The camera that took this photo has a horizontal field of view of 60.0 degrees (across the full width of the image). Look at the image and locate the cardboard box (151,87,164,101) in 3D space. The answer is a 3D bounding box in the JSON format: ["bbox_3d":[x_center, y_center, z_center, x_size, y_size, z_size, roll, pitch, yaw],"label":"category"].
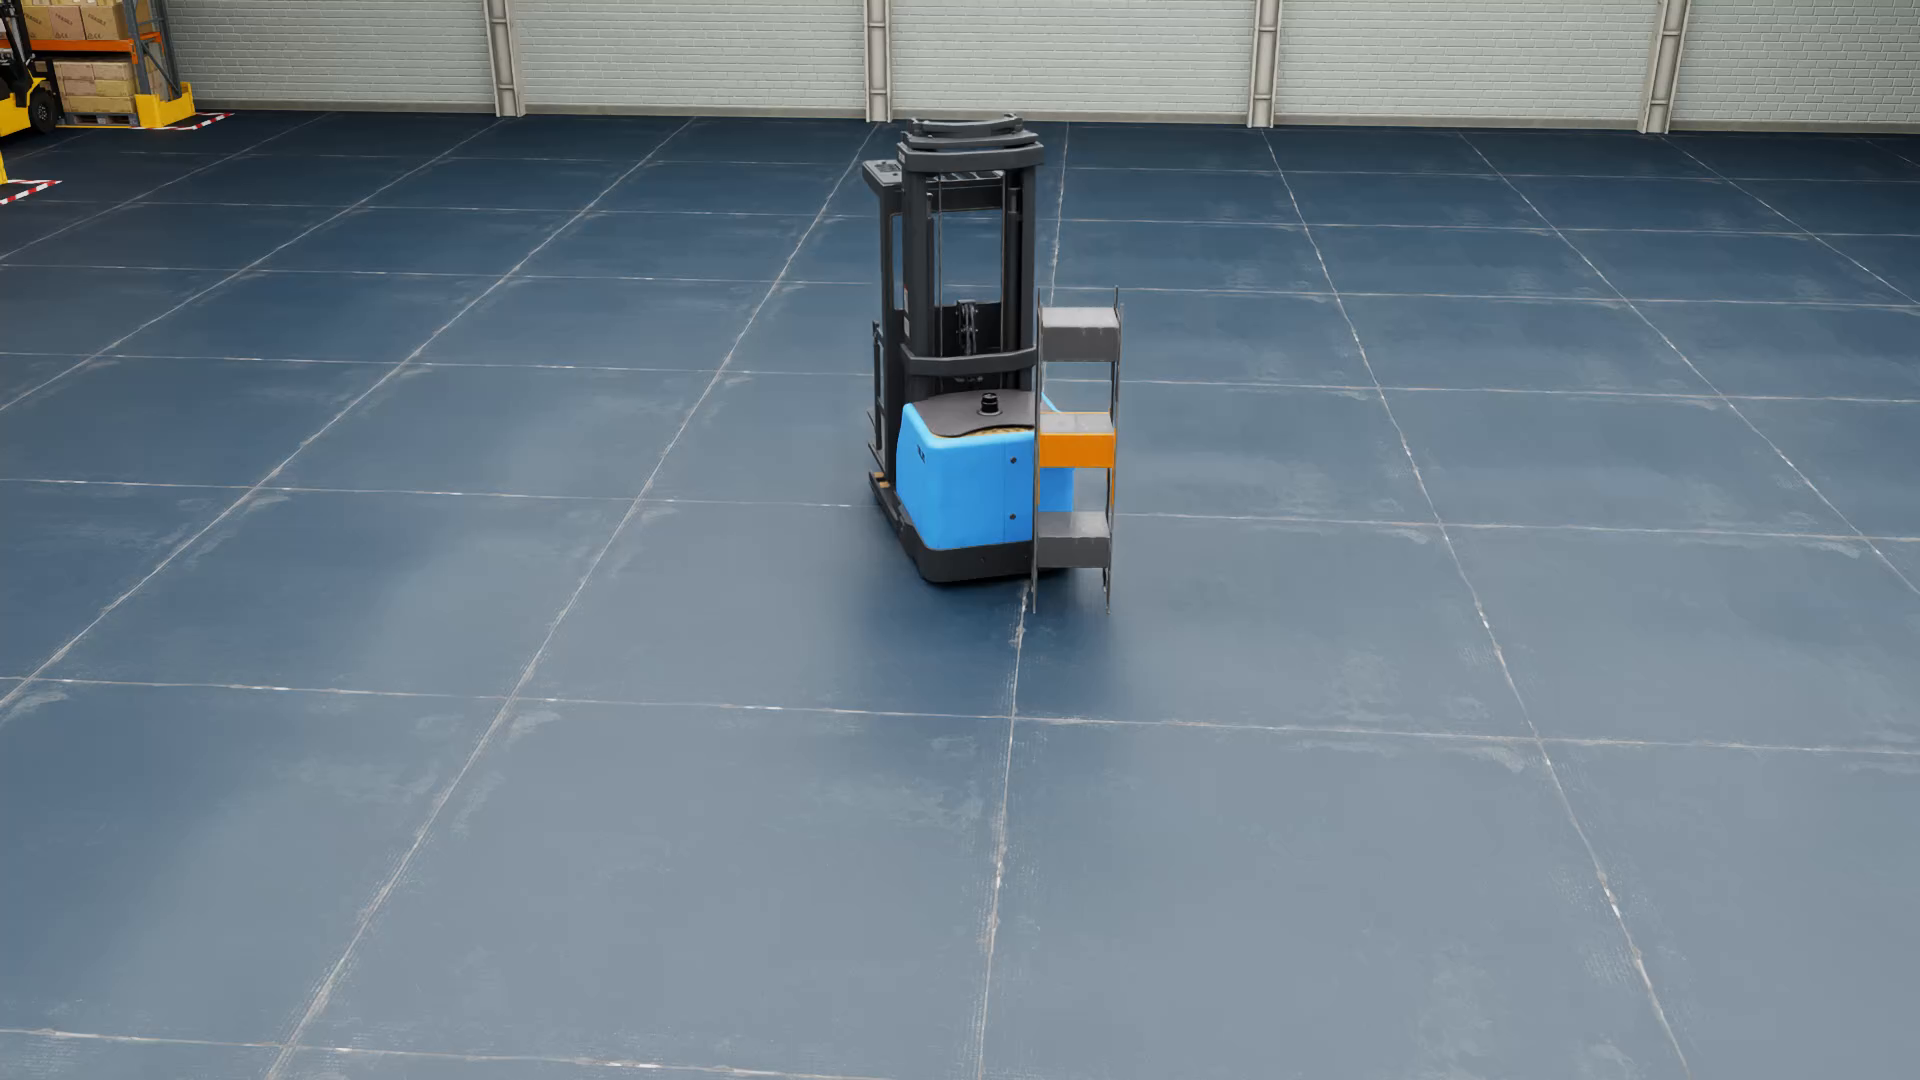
[{"bbox_3d":[-13.095,-7.079,26.545,0.500,0.250,0.500,2,25,4],"label":"cardboard box"}]

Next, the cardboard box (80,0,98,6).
[{"bbox_3d":[-13.245,-8.271,25.451,0.250,0.149,0.380,2,25,5],"label":"cardboard box"}]

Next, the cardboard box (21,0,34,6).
[{"bbox_3d":[-14.269,-8.306,25.528,0.250,0.149,0.380,2,25,4],"label":"cardboard box"}]

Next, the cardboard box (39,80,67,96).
[{"bbox_3d":[-14.145,-7.123,26.041,0.500,0.250,0.500,1,25,3],"label":"cardboard box"}]

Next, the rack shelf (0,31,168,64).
[{"bbox_3d":[-14.615,-7.778,26.136,4.000,0.370,1.077,2,25,4],"label":"rack shelf"}]

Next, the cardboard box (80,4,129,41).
[{"bbox_3d":[-13.131,-7.992,25.622,0.500,0.500,0.500,1,25,3],"label":"cardboard box"}]

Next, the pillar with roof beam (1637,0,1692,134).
[{"bbox_3d":[10.354,-8.601,19.889,0.400,9.000,9.100,2,25,4],"label":"pillar with roof beam"}]

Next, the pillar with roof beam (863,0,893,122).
[{"bbox_3d":[-1.611,-8.985,20.724,0.400,9.000,9.100,2,25,4],"label":"pillar with roof beam"}]

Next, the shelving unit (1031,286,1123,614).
[{"bbox_3d":[0.733,-0.552,10.648,0.503,2.100,0.431,0,25,0],"label":"shelving unit"}]

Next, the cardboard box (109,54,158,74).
[{"bbox_3d":[-13.085,-7.531,26.330,0.500,0.250,0.500,1,25,3],"label":"cardboard box"}]

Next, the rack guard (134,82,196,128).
[{"bbox_3d":[-12.597,-6.904,26.368,0.348,0.500,1.175,2,25,4],"label":"rack guard"}]

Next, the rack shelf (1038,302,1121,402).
[{"bbox_3d":[0.734,-1.175,10.361,0.480,0.518,0.431,0,25,0],"label":"rack shelf"}]

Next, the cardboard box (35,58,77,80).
[{"bbox_3d":[-14.117,-7.347,25.930,0.500,0.250,0.500,2,25,5],"label":"cardboard box"}]

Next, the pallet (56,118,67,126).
[{"bbox_3d":[-14.599,-6.821,26.532,1.213,0.211,1.003,2,25,4],"label":"pallet"}]

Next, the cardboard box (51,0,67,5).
[{"bbox_3d":[-13.745,-8.317,25.552,0.250,0.149,0.380,2,25,4],"label":"cardboard box"}]

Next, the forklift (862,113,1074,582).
[{"bbox_3d":[-0.070,-1.638,12.016,1.130,2.935,3.031,-6,25,-13],"label":"forklift"}]

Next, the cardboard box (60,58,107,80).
[{"bbox_3d":[-13.613,-7.335,25.904,0.500,0.250,0.500,2,25,5],"label":"cardboard box"}]

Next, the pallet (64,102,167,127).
[{"bbox_3d":[-13.386,-6.781,26.445,1.213,0.211,1.003,2,25,4],"label":"pallet"}]

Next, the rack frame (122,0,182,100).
[{"bbox_3d":[-12.621,-8.040,25.847,0.127,3.000,1.000,2,25,4],"label":"rack frame"}]

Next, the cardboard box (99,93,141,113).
[{"bbox_3d":[-13.113,-6.865,26.080,0.500,0.250,0.500,2,25,4],"label":"cardboard box"}]

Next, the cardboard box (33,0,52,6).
[{"bbox_3d":[-14.015,-8.306,25.528,0.250,0.149,0.380,1,25,2],"label":"cardboard box"}]

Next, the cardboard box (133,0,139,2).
[{"bbox_3d":[-12.939,-8.499,25.949,0.250,0.149,0.380,1,25,3],"label":"cardboard box"}]

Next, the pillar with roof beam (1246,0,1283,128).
[{"bbox_3d":[4.372,-8.793,20.306,0.400,9.000,9.100,2,25,4],"label":"pillar with roof beam"}]

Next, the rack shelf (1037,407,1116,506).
[{"bbox_3d":[0.733,-0.539,10.653,0.480,0.518,0.431,0,25,0],"label":"rack shelf"}]

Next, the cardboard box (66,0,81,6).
[{"bbox_3d":[-13.499,-8.304,25.525,0.250,0.149,0.380,2,25,5],"label":"cardboard box"}]

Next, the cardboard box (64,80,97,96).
[{"bbox_3d":[-13.629,-7.115,26.025,0.500,0.250,0.500,2,25,3],"label":"cardboard box"}]

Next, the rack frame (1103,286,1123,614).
[{"bbox_3d":[0.977,-0.551,10.647,0.015,2.100,0.400,0,25,0],"label":"rack frame"}]

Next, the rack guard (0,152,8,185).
[{"bbox_3d":[-13.073,-4.838,21.878,0.348,0.500,1.175,2,25,4],"label":"rack guard"}]

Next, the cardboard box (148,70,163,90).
[{"bbox_3d":[-13.073,-7.311,26.450,0.500,0.250,0.500,2,25,5],"label":"cardboard box"}]

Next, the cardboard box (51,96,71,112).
[{"bbox_3d":[-14.106,-6.905,26.166,0.500,0.250,0.500,2,25,5],"label":"cardboard box"}]

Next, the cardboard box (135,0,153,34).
[{"bbox_3d":[-13.093,-8.217,26.112,0.500,0.500,0.500,3,25,6],"label":"cardboard box"}]

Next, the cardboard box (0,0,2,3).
[{"bbox_3d":[-14.771,-8.331,25.582,0.250,0.149,0.380,1,25,3],"label":"cardboard box"}]

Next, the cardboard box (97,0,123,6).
[{"bbox_3d":[-12.988,-8.275,25.461,0.250,0.149,0.380,2,25,5],"label":"cardboard box"}]

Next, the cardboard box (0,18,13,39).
[{"bbox_3d":[-14.661,-8.040,25.727,0.500,0.500,0.500,2,25,4],"label":"cardboard box"}]

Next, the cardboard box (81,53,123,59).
[{"bbox_3d":[-13.584,-7.545,26.361,0.500,0.250,0.500,2,25,4],"label":"cardboard box"}]

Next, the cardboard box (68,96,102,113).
[{"bbox_3d":[-13.608,-6.885,26.123,0.500,0.250,0.500,2,25,4],"label":"cardboard box"}]

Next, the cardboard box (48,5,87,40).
[{"bbox_3d":[-13.648,-8.013,25.667,0.500,0.500,0.500,3,25,6],"label":"cardboard box"}]

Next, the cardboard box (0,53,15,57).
[{"bbox_3d":[-15.094,-7.597,26.475,0.500,0.250,0.500,2,25,4],"label":"cardboard box"}]

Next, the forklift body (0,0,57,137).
[{"bbox_3d":[-14.651,-6.955,24.504,1.214,2.155,2.313,2,25,4],"label":"forklift body"}]

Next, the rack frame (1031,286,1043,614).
[{"bbox_3d":[0.489,-0.552,10.648,0.015,2.100,0.400,0,25,0],"label":"rack frame"}]

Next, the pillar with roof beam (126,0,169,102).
[{"bbox_3d":[-13.575,-9.369,21.558,0.400,9.000,9.100,2,25,4],"label":"pillar with roof beam"}]

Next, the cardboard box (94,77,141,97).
[{"bbox_3d":[-13.130,-7.094,25.980,0.500,0.250,0.500,2,25,3],"label":"cardboard box"}]

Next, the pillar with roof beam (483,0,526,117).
[{"bbox_3d":[-7.593,-9.177,21.141,0.400,9.000,9.100,2,25,4],"label":"pillar with roof beam"}]

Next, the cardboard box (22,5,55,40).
[{"bbox_3d":[-14.159,-8.029,25.702,0.500,0.500,0.500,1,25,3],"label":"cardboard box"}]

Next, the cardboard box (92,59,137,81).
[{"bbox_3d":[-13.104,-7.321,25.874,0.500,0.250,0.500,3,25,6],"label":"cardboard box"}]

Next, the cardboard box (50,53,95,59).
[{"bbox_3d":[-14.082,-7.565,26.405,0.500,0.250,0.500,2,25,4],"label":"cardboard box"}]

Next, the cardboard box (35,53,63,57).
[{"bbox_3d":[-14.592,-7.585,26.447,0.500,0.250,0.500,1,25,3],"label":"cardboard box"}]

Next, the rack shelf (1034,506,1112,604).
[{"bbox_3d":[0.732,0.097,10.946,0.480,0.518,0.431,0,25,0],"label":"rack shelf"}]
